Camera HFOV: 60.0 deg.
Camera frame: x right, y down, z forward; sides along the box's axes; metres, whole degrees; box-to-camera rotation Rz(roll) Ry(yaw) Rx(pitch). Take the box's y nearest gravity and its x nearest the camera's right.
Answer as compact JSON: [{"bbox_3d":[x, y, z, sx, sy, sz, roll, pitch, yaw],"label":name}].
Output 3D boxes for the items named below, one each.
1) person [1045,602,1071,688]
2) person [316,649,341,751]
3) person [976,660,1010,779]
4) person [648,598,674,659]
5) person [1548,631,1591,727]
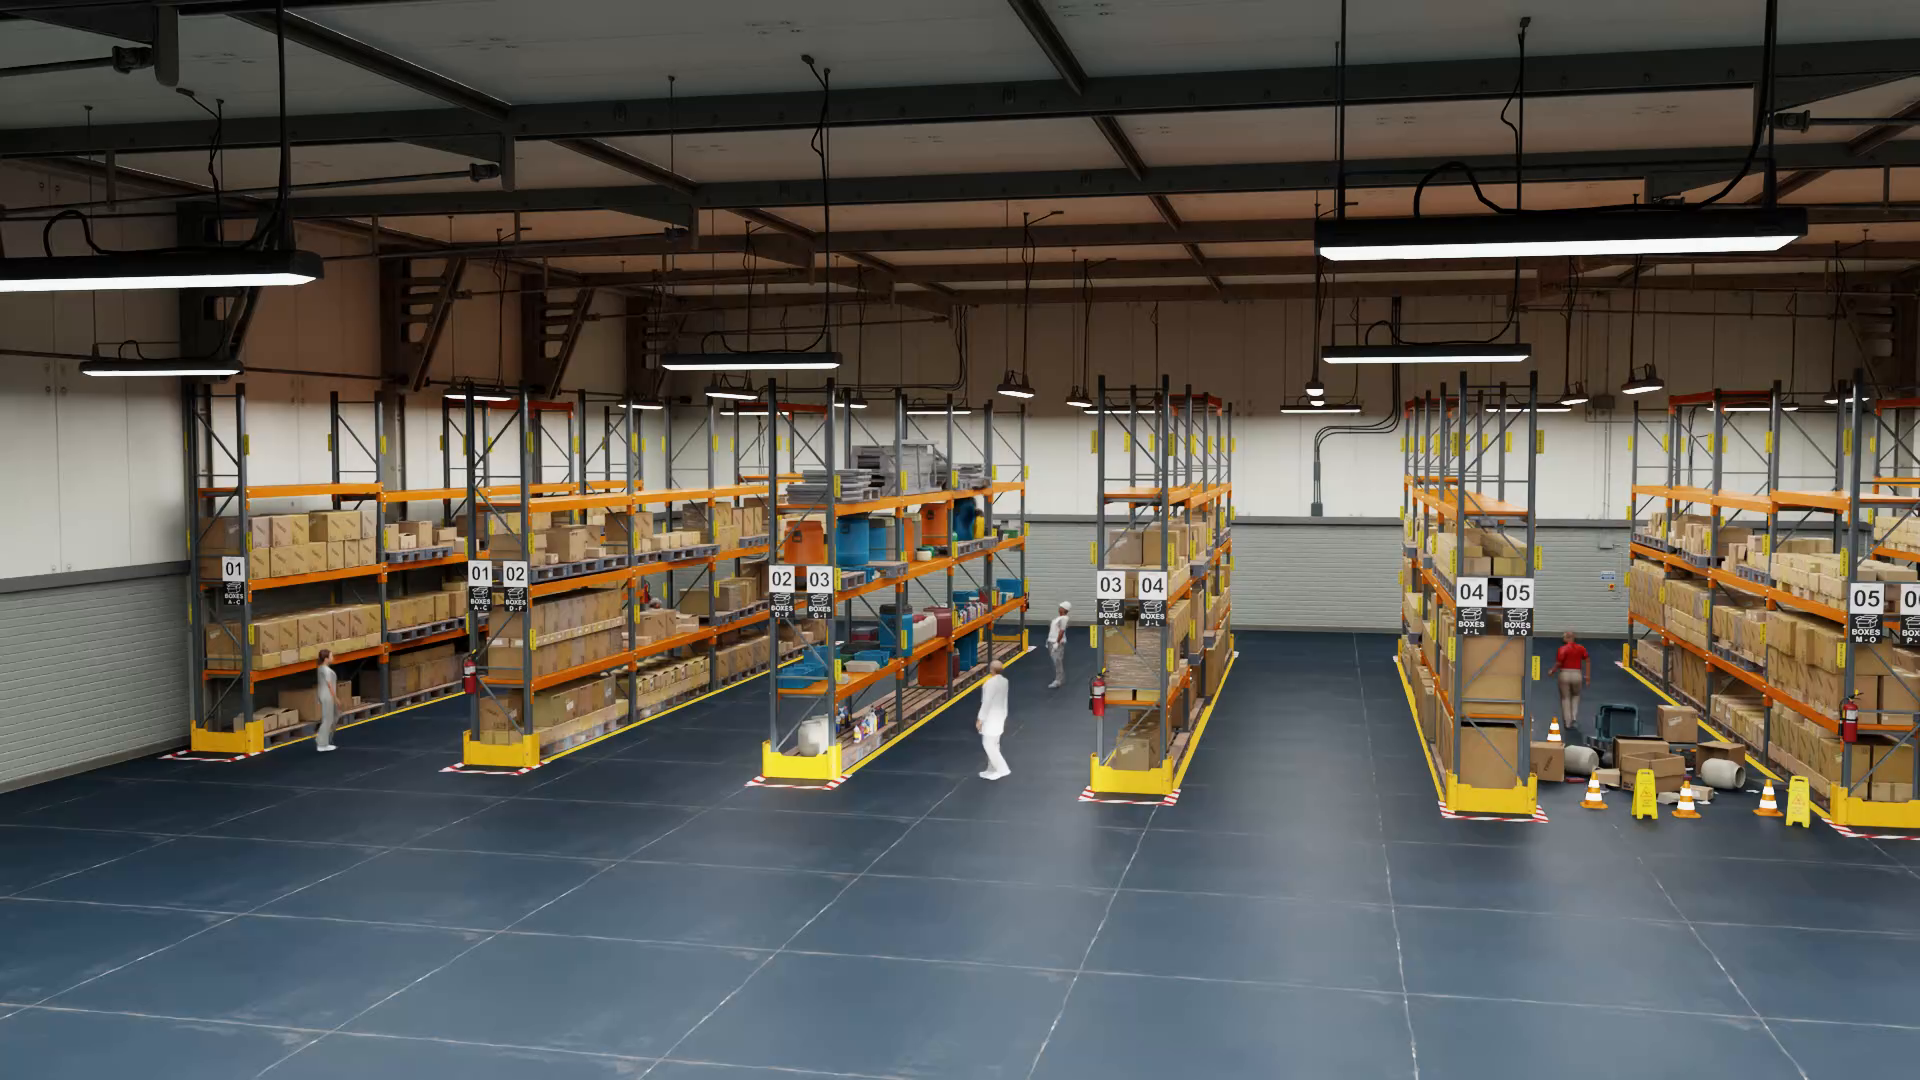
[{"bbox_3d":[2.014,2.154,34.422,0.551,1.766,0.602,-2,4,-26],"label":"person"},{"bbox_3d":[-10.297,2.628,27.126,0.439,1.684,0.461,-3,4,-41],"label":"person"},{"bbox_3d":[0.512,2.686,24.868,0.503,1.790,0.651,1,3,11],"label":"person"},{"bbox_3d":[-6.582,2.101,36.586,0.658,1.686,0.537,-3,5,-44],"label":"person"},{"bbox_3d":[10.821,2.500,29.504,0.719,1.767,0.634,1,3,15],"label":"person"}]
